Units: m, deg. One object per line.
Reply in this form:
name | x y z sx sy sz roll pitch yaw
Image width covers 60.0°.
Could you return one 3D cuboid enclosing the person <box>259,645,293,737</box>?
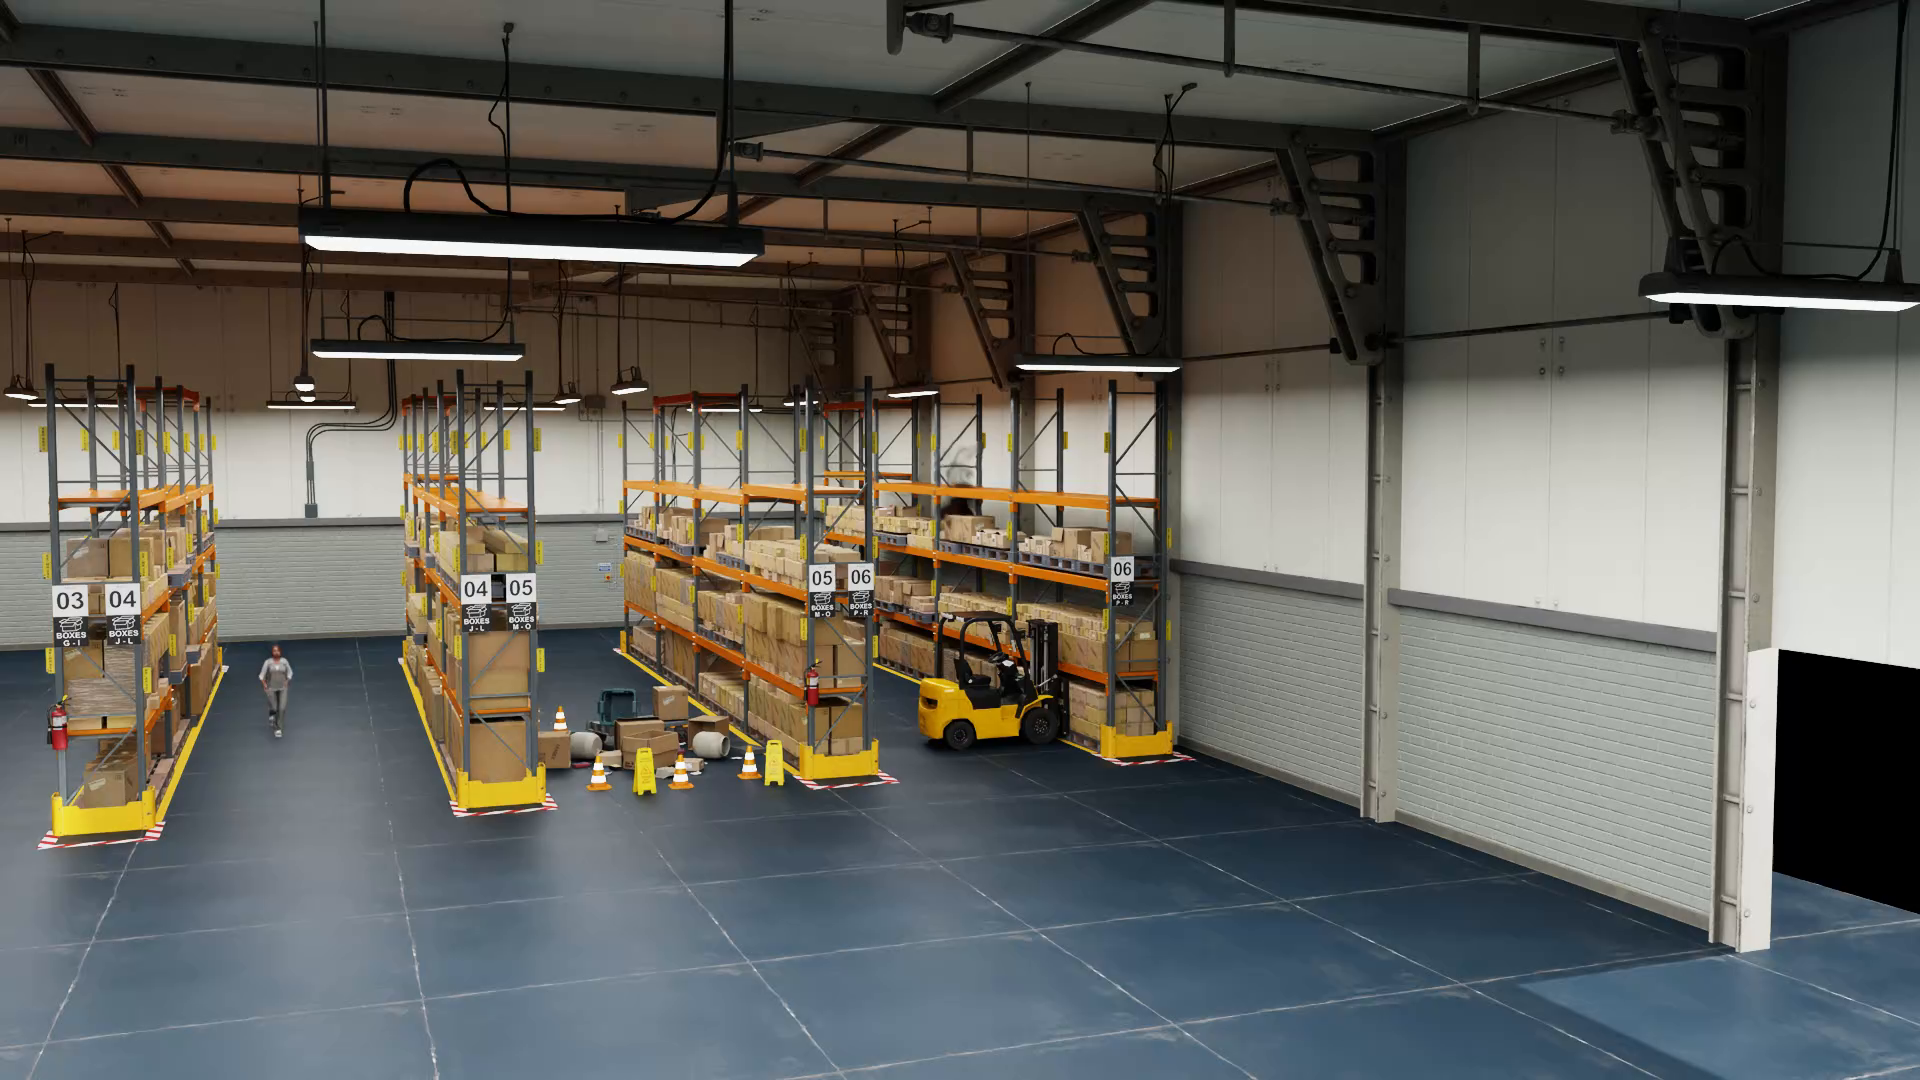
person | -11.696 2.568 28.469 0.537 1.558 0.549 -2 4 -29
